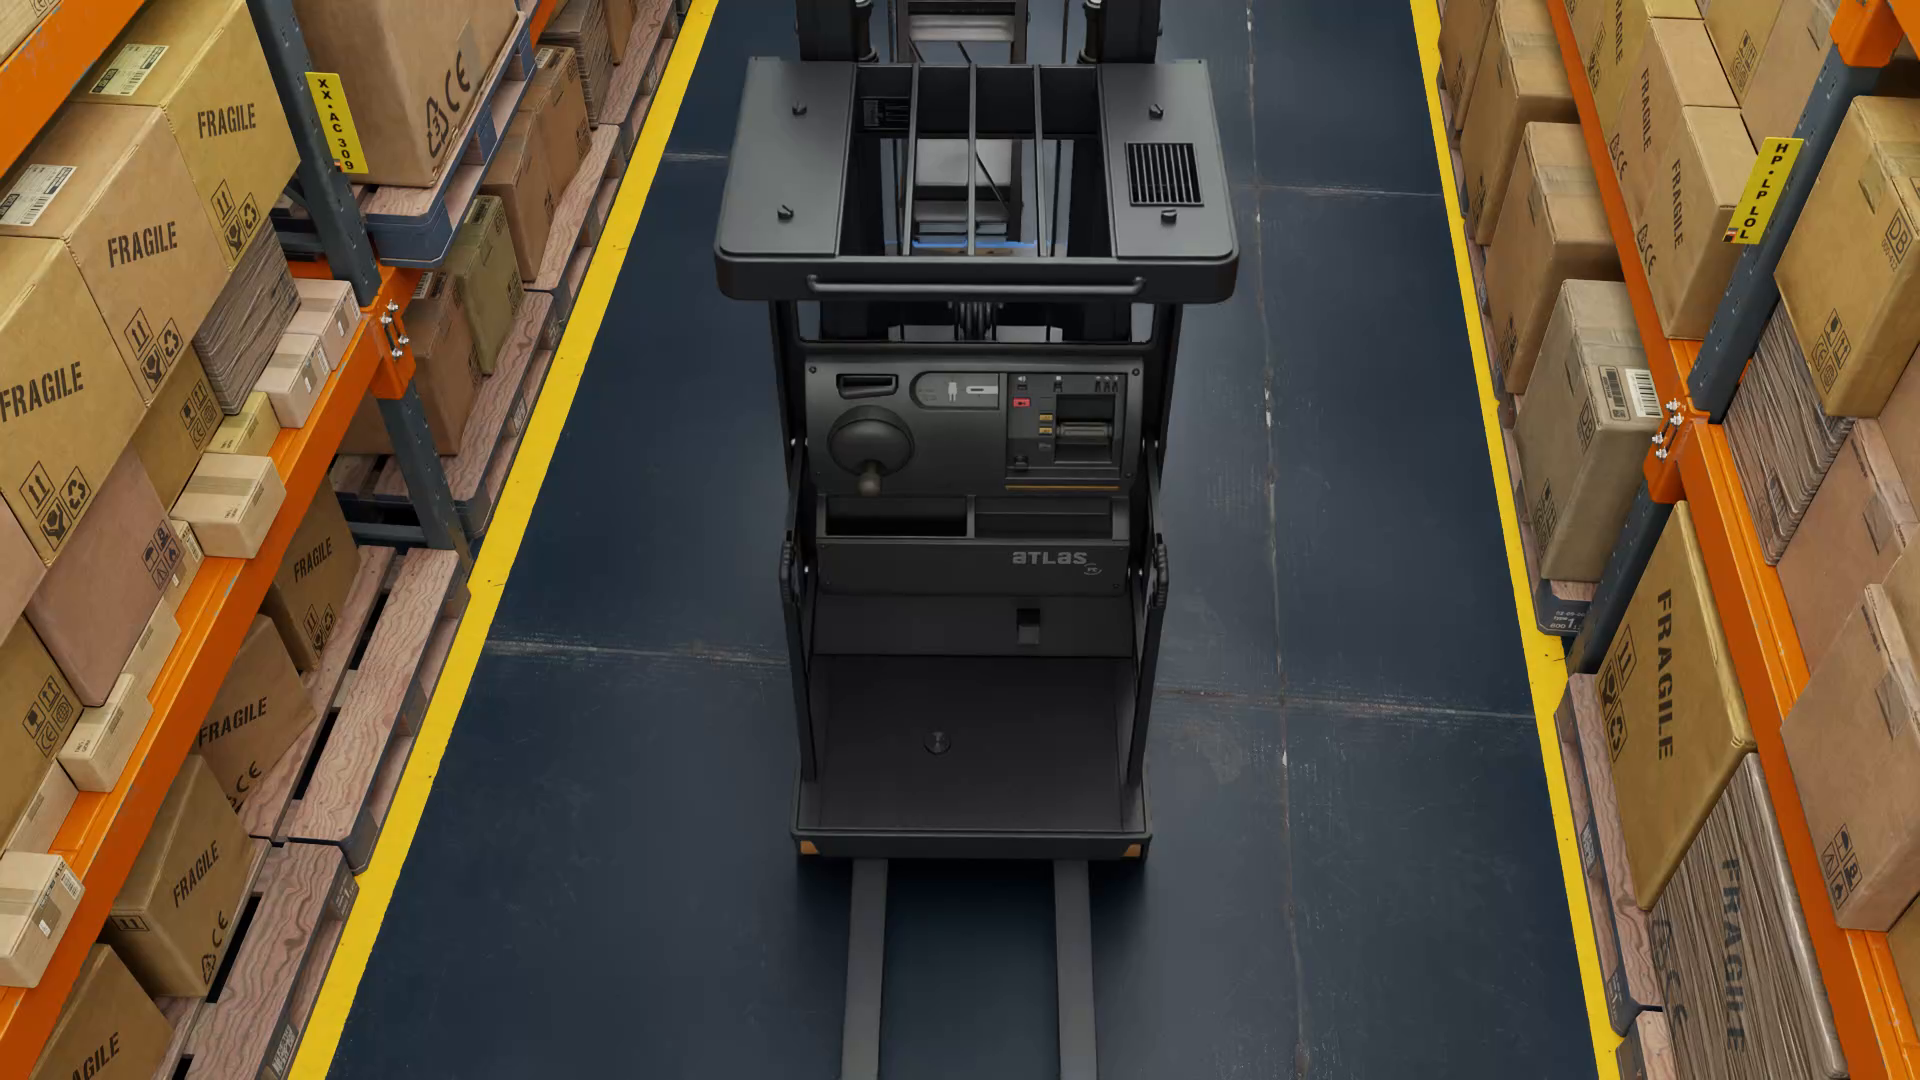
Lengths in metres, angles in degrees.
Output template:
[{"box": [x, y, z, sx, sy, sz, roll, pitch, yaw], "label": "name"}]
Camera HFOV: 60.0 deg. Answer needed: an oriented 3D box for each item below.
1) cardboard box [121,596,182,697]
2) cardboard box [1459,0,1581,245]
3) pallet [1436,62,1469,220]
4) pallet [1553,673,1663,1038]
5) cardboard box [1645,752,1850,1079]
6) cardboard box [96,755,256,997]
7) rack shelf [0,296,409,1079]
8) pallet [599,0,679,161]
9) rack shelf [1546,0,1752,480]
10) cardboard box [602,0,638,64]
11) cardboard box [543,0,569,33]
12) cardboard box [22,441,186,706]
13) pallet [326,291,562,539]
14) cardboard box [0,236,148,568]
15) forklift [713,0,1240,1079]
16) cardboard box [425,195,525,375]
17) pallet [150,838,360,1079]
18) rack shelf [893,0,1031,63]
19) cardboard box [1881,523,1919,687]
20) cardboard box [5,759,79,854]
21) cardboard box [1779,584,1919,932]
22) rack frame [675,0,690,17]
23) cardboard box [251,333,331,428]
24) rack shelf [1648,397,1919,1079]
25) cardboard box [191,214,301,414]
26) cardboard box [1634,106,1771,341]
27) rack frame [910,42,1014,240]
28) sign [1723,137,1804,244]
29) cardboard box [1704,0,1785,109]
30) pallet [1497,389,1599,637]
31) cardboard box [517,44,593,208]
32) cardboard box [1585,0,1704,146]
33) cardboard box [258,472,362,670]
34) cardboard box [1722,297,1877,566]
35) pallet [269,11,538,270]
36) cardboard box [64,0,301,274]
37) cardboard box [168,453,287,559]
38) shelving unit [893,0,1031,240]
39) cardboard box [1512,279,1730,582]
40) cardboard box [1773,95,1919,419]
[{"box": [-2.196, 0.262, 4.148, 0.380, 0.149, 0.250, 4, 48, 4], "label": "cardboard box"}, {"box": [2.767, -1.746, 7.054, 1.050, 0.750, 0.750, 5, 48, 4], "label": "cardboard box"}, {"box": [2.842, -1.932, 7.874, 1.003, 0.211, 1.213, 4, 48, 4], "label": "pallet"}, {"box": [2.477, 0.986, 5.205, 1.003, 0.211, 1.213, 4, 48, 4], "label": "pallet"}, {"box": [2.419, 1.187, 4.287, 0.875, 0.875, 0.875, 4, 48, 4], "label": "cardboard box"}, {"box": [-2.405, 0.960, 4.749, 0.500, 0.500, 0.500, 0, 48, 0], "label": "cardboard box"}, {"box": [-2.488, 0.796, 3.976, 1.077, 0.370, 4.000, 4, 48, 4], "label": "rack shelf"}, {"box": [-2.014, -2.340, 8.247, 1.003, 0.211, 1.213, 4, 48, 4], "label": "pallet"}, {"box": [2.806, -1.735, 6.292, 1.077, 0.370, 4.000, 4, 48, 4], "label": "rack shelf"}, {"box": [-1.983, -2.667, 8.052, 0.700, 0.500, 0.500, 2, 48, 1], "label": "cardboard box"}, {"box": [-2.011, -2.529, 7.418, 0.500, 0.250, 0.500, 9, 48, 8], "label": "cardboard box"}, {"box": [-2.435, 0.015, 3.934, 0.875, 0.500, 0.500, 4, 48, 4], "label": "cardboard box"}, {"box": [-2.237, -0.547, 6.608, 1.003, 0.211, 1.213, 4, 48, 4], "label": "pallet"}, {"box": [-2.164, -0.304, 3.548, 0.500, 0.500, 0.500, 4, 48, 4], "label": "cardboard box"}, {"box": [0.038, -0.216, 4.462, 1.130, 2.935, 3.031, 0, 48, 0], "label": "forklift"}, {"box": [-2.167, -1.020, 6.546, 0.700, 0.500, 0.500, 4, 48, 3], "label": "cardboard box"}, {"box": [-2.441, 1.420, 4.808, 1.003, 0.211, 1.213, 4, 48, 4], "label": "pallet"}, {"box": [0.008, -1.708, 5.459, 0.431, 0.518, 0.480, 0, 48, 0], "label": "rack shelf"}, {"box": [2.436, 0.145, 3.251, 0.875, 0.550, 0.550, 4, 48, 4], "label": "cardboard box"}, {"box": [-2.283, 0.626, 3.815, 0.380, 0.149, 0.250, 4, 48, 4], "label": "cardboard box"}, {"box": [2.408, 0.508, 3.651, 0.875, 0.550, 0.550, 4, 48, 4], "label": "cardboard box"}, {"box": [-1.942, -3.856, 7.744, 1.000, 3.000, 0.127, 4, 48, 4], "label": "rack frame"}, {"box": [-2.065, -0.471, 4.818, 0.380, 0.149, 0.250, 4, 48, 4], "label": "cardboard box"}, {"box": [2.442, 1.204, 3.603, 1.077, 0.370, 4.000, 4, 48, 4], "label": "rack shelf"}, {"box": [-2.409, -0.724, 4.610, 0.875, 0.500, 0.500, 4, 48, 4], "label": "cardboard box"}, {"box": [2.405, -0.944, 5.012, 0.500, 0.500, 0.500, 4, 48, 3], "label": "cardboard box"}, {"box": [0.011, -1.425, 6.130, 0.400, 2.100, 0.015, 0, 48, 0], "label": "rack frame"}, {"box": [2.083, -0.902, 4.311, 0.100, 0.325, 0.005, 4, 48, 4], "label": "sign"}, {"box": [2.708, -1.623, 4.956, 0.700, 0.500, 0.500, 3, 48, 3], "label": "cardboard box"}, {"box": [2.619, -0.139, 6.234, 1.003, 0.211, 1.213, 4, 48, 4], "label": "pallet"}, {"box": [-2.065, -1.841, 7.297, 0.700, 0.500, 0.500, 7, 48, 7], "label": "cardboard box"}, {"box": [2.497, -1.686, 5.692, 0.500, 0.500, 0.500, 4, 48, 4], "label": "cardboard box"}, {"box": [-2.382, 0.077, 5.556, 0.500, 0.500, 0.500, 3, 48, 2], "label": "cardboard box"}, {"box": [2.602, -0.287, 4.378, 0.875, 0.550, 0.550, 4, 48, 4], "label": "cardboard box"}, {"box": [-2.092, -1.403, 5.631, 1.003, 0.211, 1.213, 4, 48, 4], "label": "pallet"}, {"box": [-2.073, -1.039, 4.220, 0.500, 0.500, 0.500, 4, 48, 4], "label": "cardboard box"}, {"box": [-2.060, -0.100, 4.479, 0.380, 0.149, 0.250, 4, 48, 4], "label": "cardboard box"}, {"box": [0.008, -1.245, 5.966, 0.431, 2.100, 0.503, 0, 48, 0], "label": "shelving unit"}, {"box": [2.591, -0.353, 5.780, 1.050, 0.750, 0.750, 4, 48, 3], "label": "cardboard box"}, {"box": [2.556, -0.655, 3.983, 0.875, 0.550, 0.550, 4, 48, 4], "label": "cardboard box"}]
